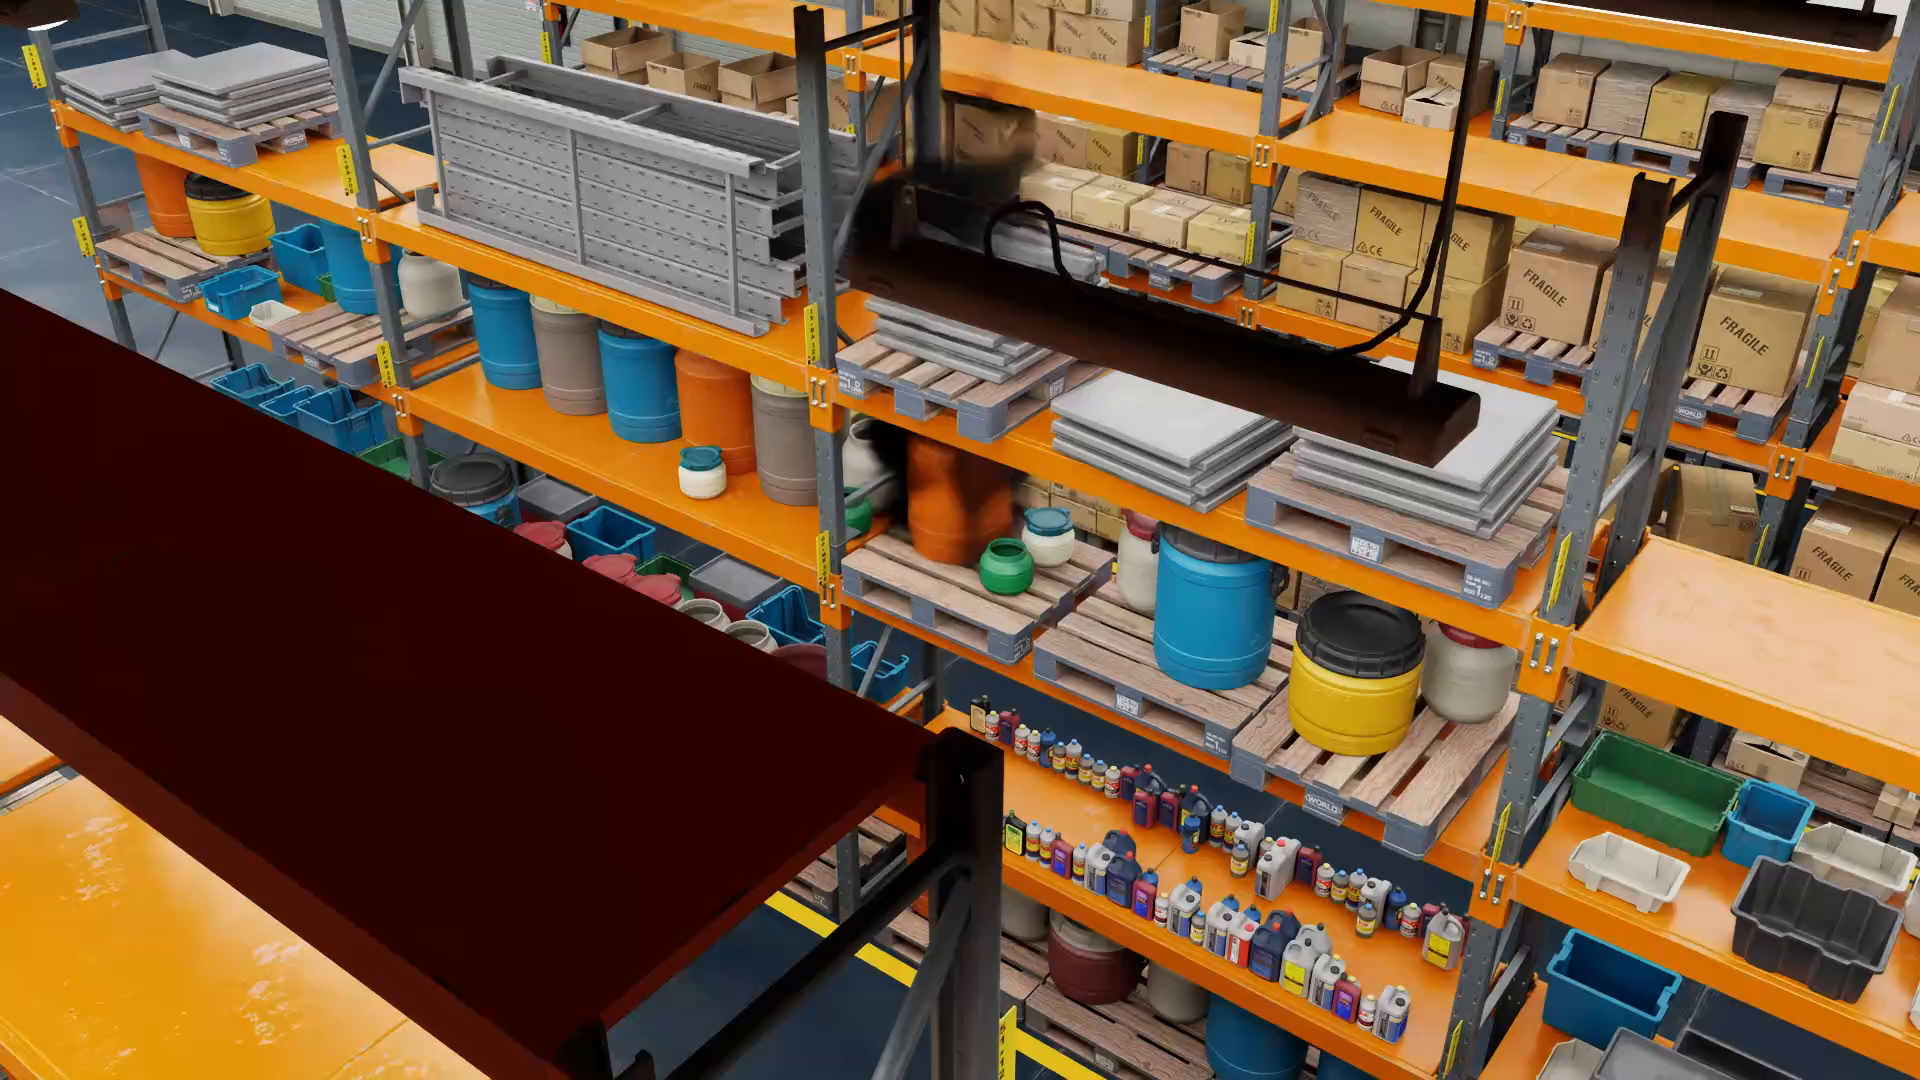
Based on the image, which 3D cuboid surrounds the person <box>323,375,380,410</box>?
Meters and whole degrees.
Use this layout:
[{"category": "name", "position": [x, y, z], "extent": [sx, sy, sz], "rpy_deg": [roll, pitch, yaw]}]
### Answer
[{"category": "person", "position": [-5.692, -1.313, 15.803], "extent": [0.864, 1.774, 0.659], "rpy_deg": [16, 35, 25]}]
